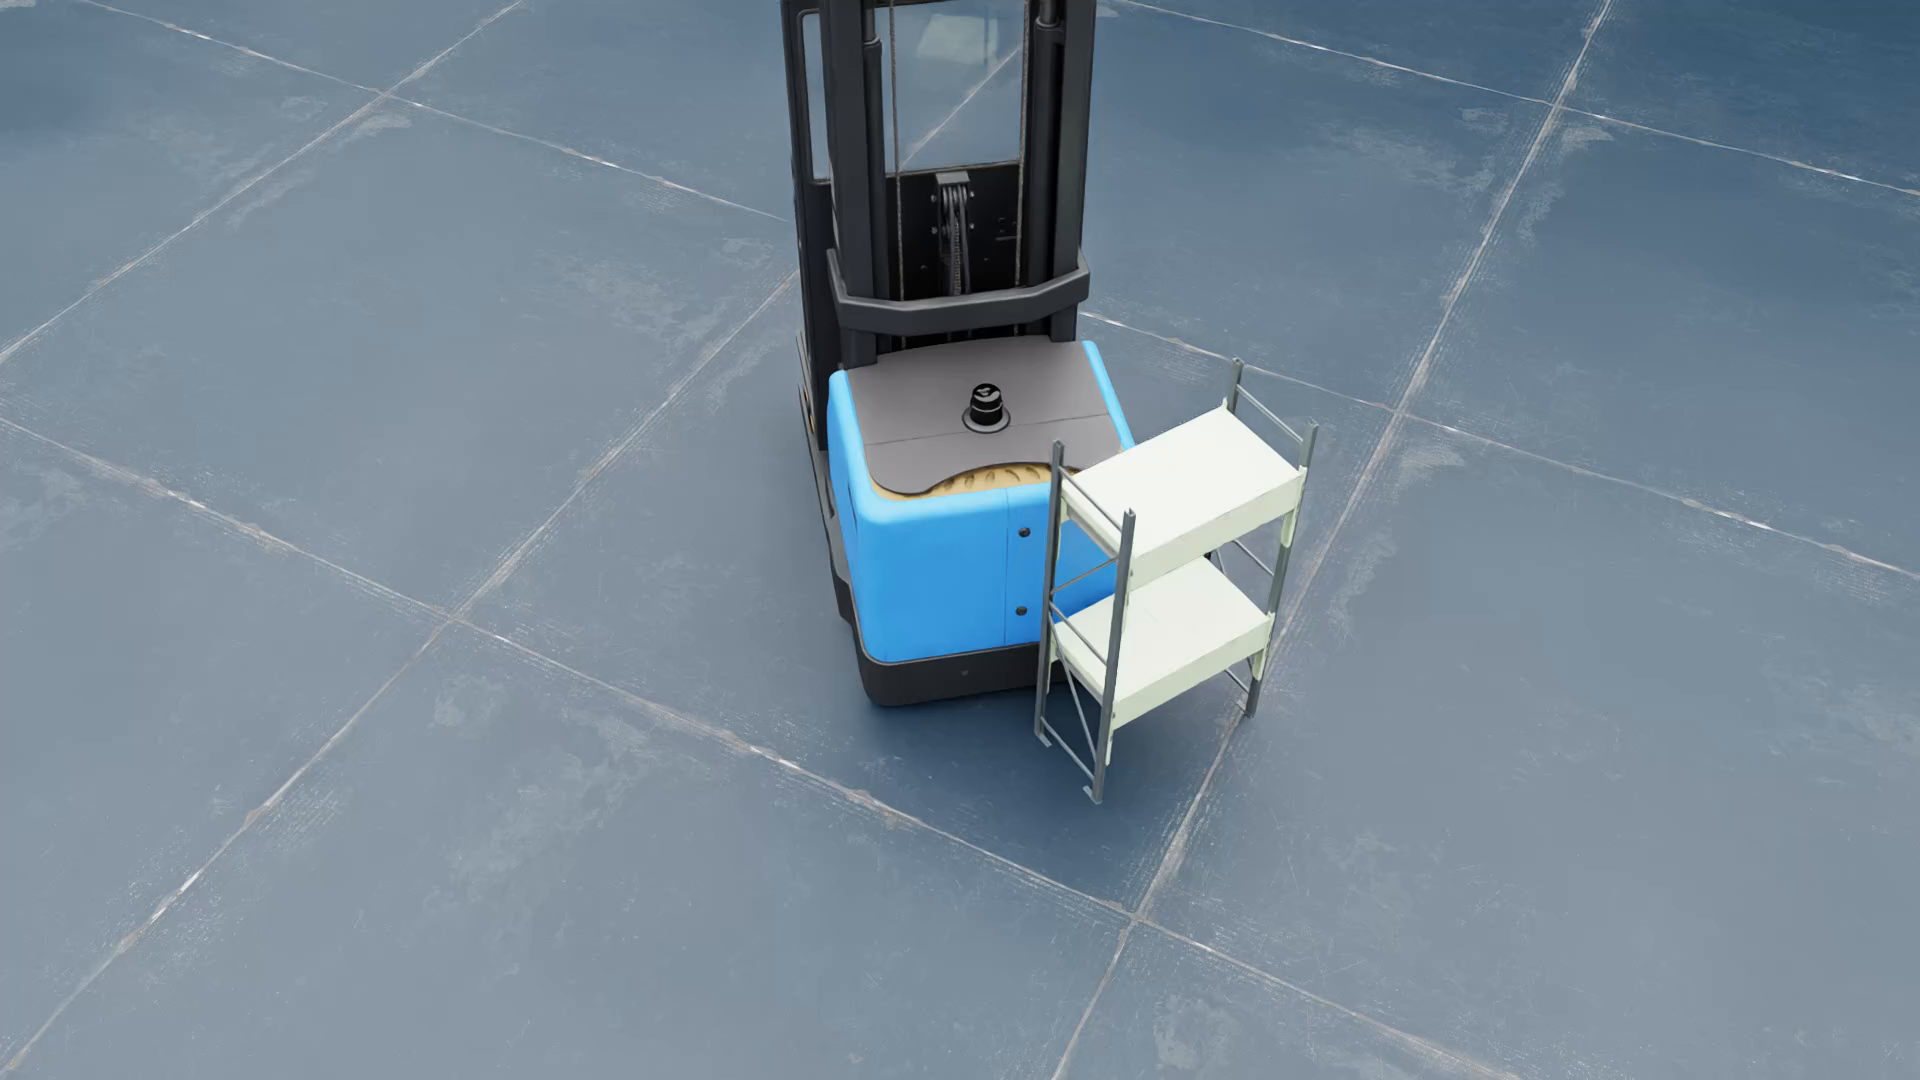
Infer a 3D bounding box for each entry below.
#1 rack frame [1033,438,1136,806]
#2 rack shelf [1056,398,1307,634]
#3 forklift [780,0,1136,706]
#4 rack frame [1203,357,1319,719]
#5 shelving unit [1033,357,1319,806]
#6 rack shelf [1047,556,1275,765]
[{"bbox_3d":[0.405,0.325,5.649,0.023,1.500,0.400,-25,51,-23],"label":"rack frame"},{"bbox_3d":[0.713,-0.089,5.510,0.720,0.370,0.431,-25,51,-23],"label":"rack shelf"},{"bbox_3d":[-0.117,-1.465,6.417,1.130,2.935,3.031,-8,46,-8],"label":"forklift"},{"bbox_3d":[1.015,0.038,5.933,0.023,1.500,0.400,-25,51,-23],"label":"rack frame"},{"bbox_3d":[0.710,0.181,5.791,0.755,1.500,0.431,-25,51,-23],"label":"shelving unit"},{"bbox_3d":[0.707,0.407,6.026,0.720,0.370,0.431,-25,51,-23],"label":"rack shelf"}]
